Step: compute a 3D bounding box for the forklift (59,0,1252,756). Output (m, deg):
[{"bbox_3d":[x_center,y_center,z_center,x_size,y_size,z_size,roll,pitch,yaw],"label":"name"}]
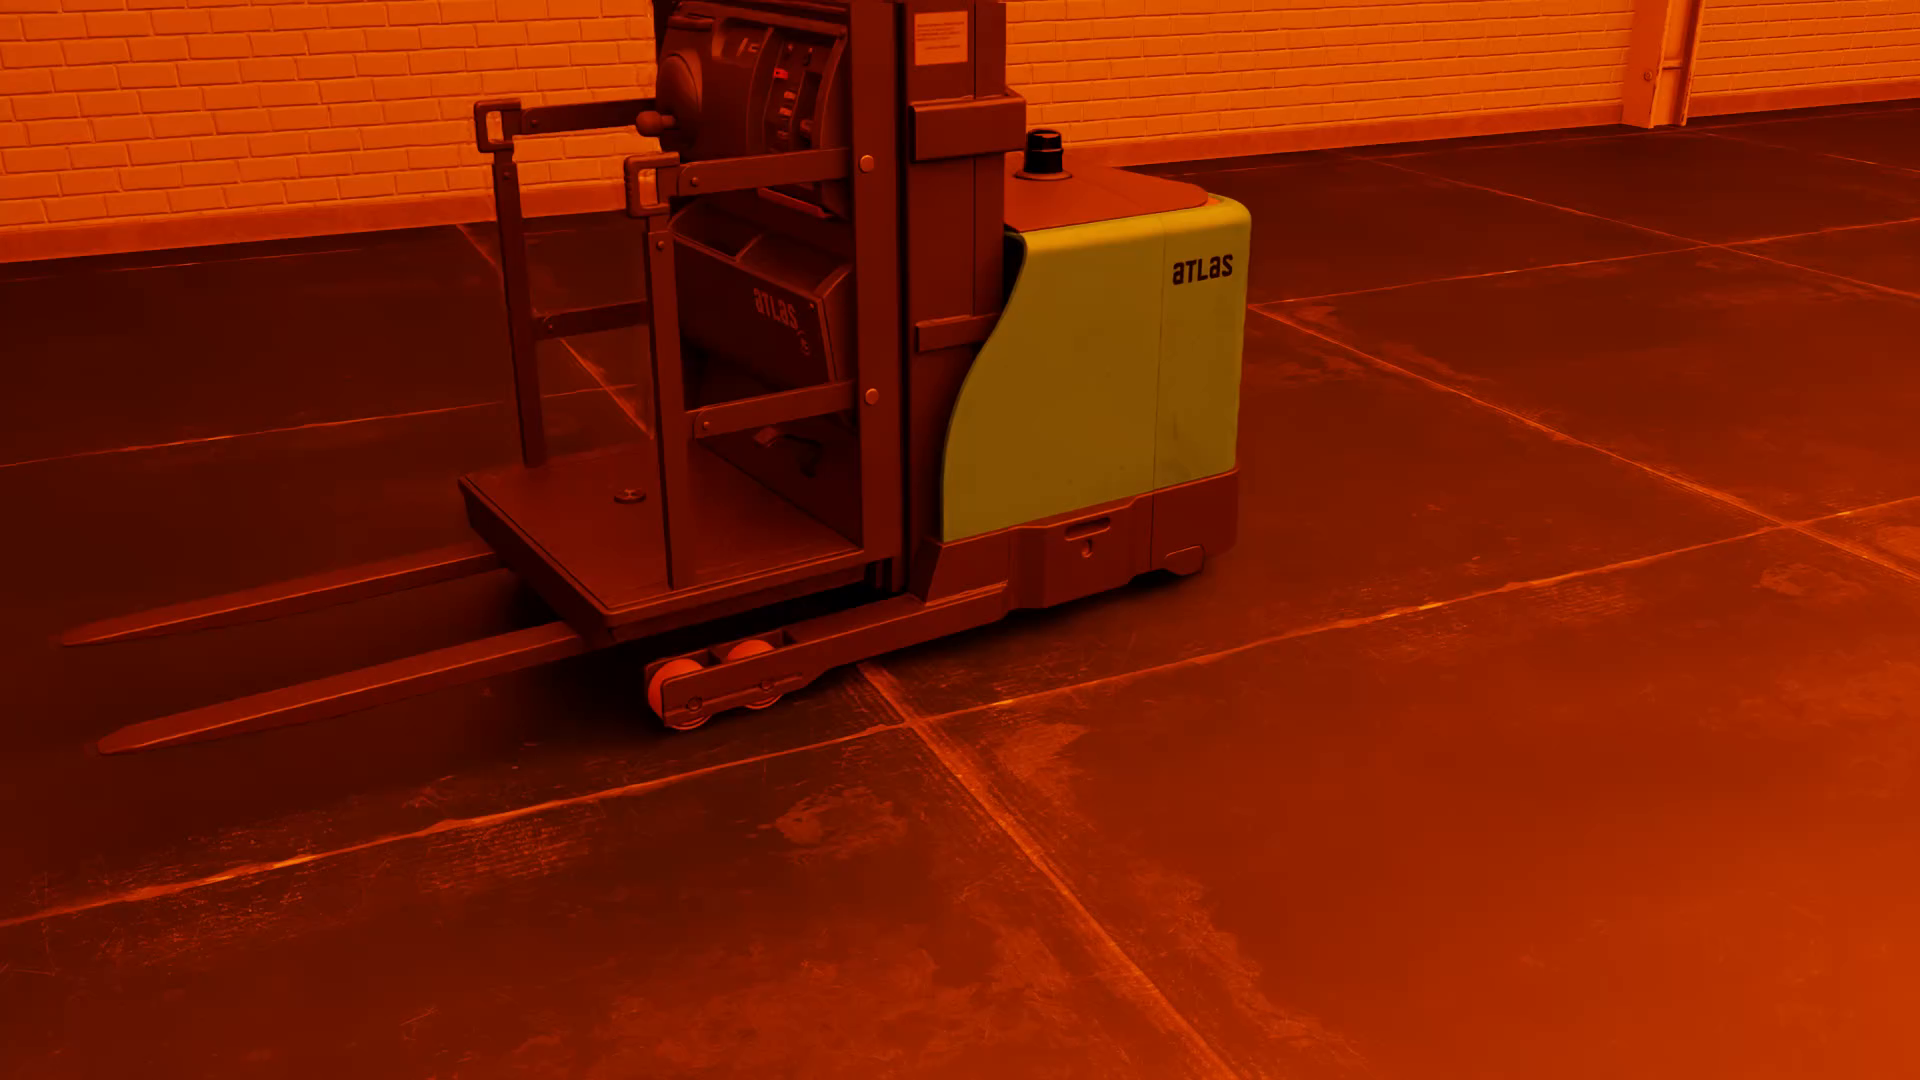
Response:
[{"bbox_3d":[-0.702,-1.127,3.999,3.031,2.935,1.130,-14,26,-30],"label":"forklift"}]
